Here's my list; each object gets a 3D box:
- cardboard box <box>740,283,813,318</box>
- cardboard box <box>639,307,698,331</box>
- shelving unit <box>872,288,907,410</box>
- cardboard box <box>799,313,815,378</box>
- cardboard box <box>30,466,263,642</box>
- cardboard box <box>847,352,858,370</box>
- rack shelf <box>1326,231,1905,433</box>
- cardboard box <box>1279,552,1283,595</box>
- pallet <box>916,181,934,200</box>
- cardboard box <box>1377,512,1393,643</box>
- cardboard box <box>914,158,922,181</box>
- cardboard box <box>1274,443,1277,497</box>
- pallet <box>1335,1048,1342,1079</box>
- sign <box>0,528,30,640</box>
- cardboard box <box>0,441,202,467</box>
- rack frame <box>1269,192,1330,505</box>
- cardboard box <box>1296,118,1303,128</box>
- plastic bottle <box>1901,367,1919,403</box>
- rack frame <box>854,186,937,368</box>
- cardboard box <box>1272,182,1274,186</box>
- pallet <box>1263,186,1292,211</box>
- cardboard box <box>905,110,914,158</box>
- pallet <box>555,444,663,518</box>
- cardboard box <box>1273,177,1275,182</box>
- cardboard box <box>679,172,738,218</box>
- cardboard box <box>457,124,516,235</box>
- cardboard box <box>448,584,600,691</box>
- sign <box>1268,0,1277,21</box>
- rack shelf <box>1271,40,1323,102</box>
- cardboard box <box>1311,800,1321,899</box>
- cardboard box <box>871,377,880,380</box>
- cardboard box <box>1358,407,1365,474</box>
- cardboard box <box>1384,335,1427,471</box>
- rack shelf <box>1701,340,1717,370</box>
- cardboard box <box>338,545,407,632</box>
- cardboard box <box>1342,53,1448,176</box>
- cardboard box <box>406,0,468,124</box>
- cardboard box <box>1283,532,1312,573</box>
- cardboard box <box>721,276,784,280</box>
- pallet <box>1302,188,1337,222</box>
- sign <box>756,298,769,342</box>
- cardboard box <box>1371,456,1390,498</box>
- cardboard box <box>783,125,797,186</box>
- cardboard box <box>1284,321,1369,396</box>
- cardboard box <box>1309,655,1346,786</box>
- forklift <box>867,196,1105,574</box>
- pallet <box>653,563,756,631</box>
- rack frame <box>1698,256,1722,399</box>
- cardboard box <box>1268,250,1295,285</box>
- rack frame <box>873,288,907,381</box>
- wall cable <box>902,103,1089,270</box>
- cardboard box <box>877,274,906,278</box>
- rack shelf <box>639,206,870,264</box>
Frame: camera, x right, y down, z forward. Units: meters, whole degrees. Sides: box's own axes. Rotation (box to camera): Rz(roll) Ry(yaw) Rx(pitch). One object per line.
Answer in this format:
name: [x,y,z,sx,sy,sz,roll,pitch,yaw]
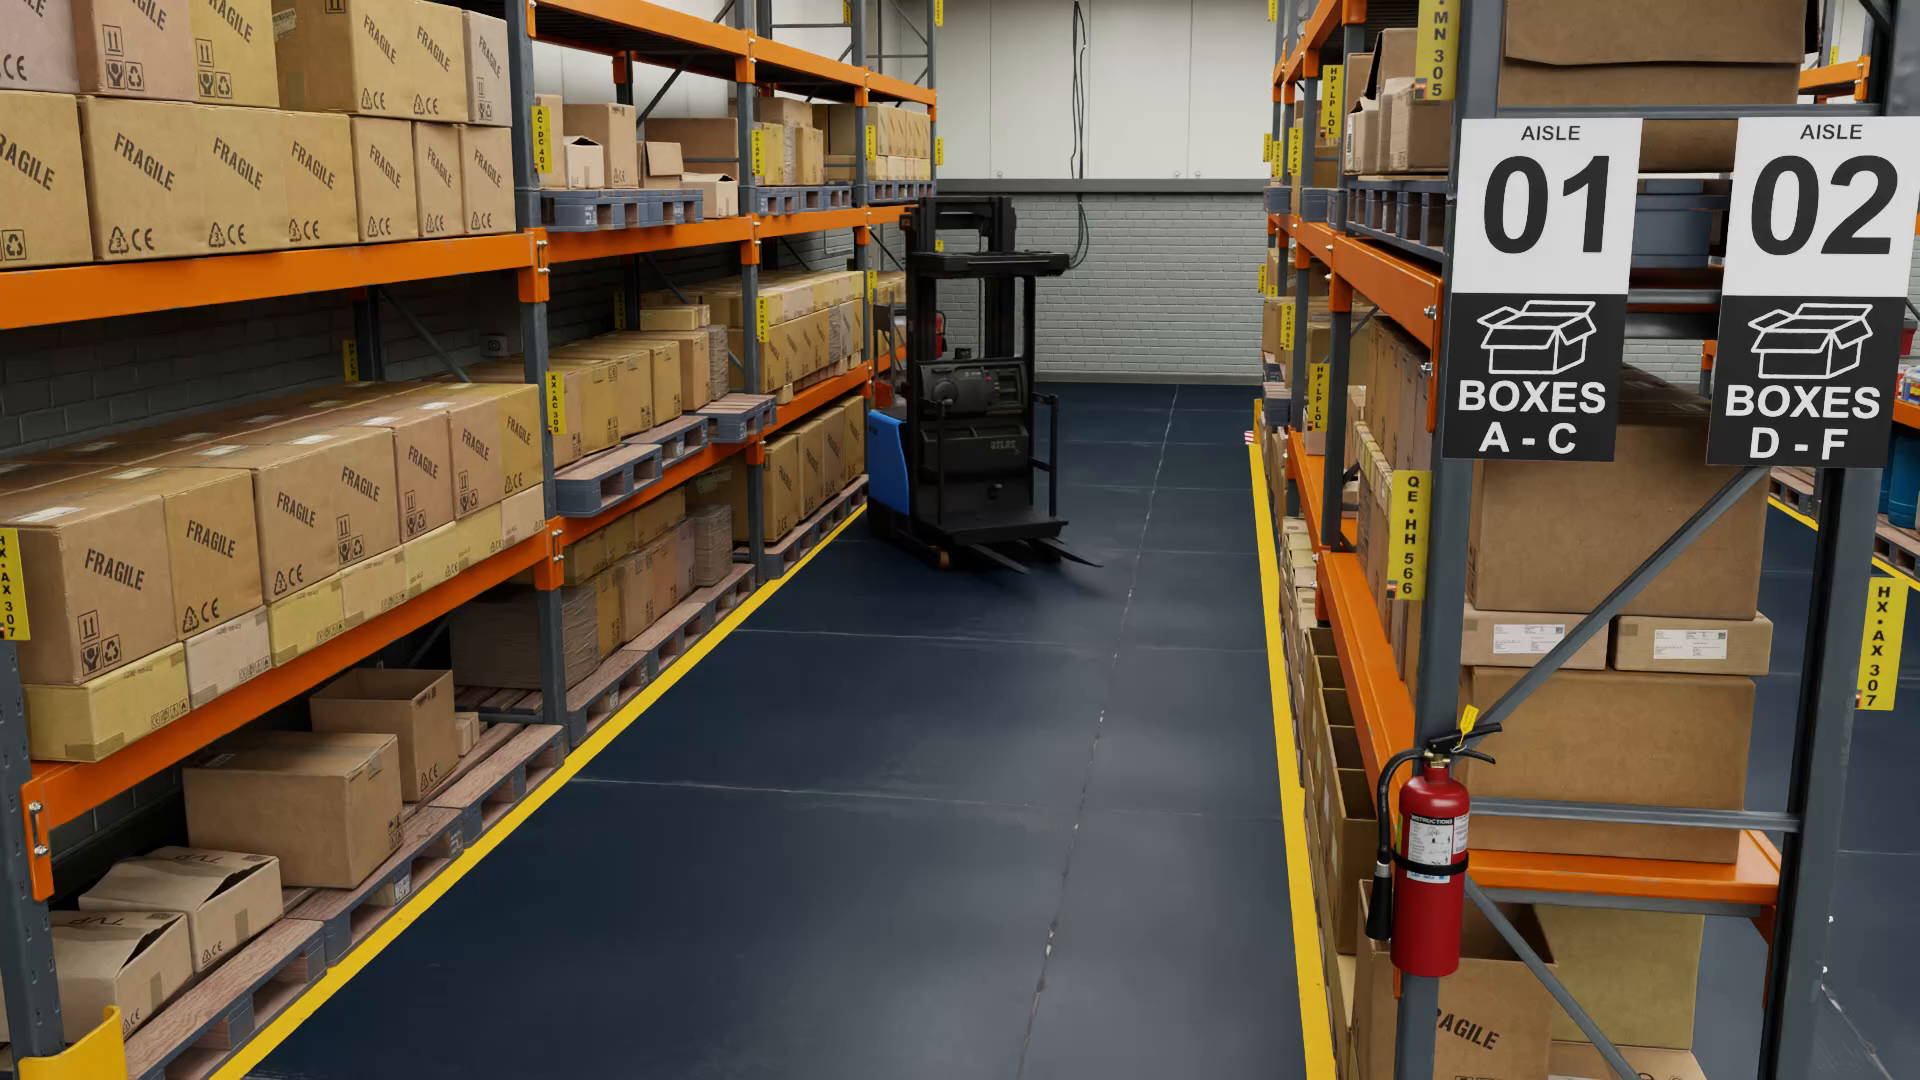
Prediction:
cardboard box: [-1.538,-2.006,13.912,0.500,0.250,0.500,2,12,9]
cardboard box: [-2.075,-1.574,11.856,0.380,0.149,0.250,0,12,-1]
shelving unit: [-0.511,-1.237,15.232,0.431,2.100,0.503,-5,13,-20]
cardboard box: [-1.522,-1.642,14.002,0.500,0.500,0.500,2,12,8]
cardboard box: [-2.791,0.037,5.731,0.500,0.500,0.500,2,12,9]
cardboard box: [-1.190,-1.720,15.904,0.380,0.149,0.250,2,12,10]
rack shelf: [1.955,-0.839,5.855,1.077,0.370,4.000,2,12,9]
cardboard box: [2.507,0.265,11.675,0.500,0.250,0.500,2,12,8]
pallet: [-0.891,-4.067,19.335,1.003,0.211,1.213,2,12,9]
cardboard box: [2.045,0.117,6.593,0.700,0.500,0.500,2,12,9]
cardboard box: [-0.716,-4.176,18.754,0.500,0.250,0.500,1,12,7]
cardboard box: [3.107,-0.595,15.024,0.500,0.500,0.500,2,12,9]
pallet: [1.724,1.894,5.202,1.003,0.211,1.213,2,12,9]
sign: [-2.711,0.126,4.732,0.100,0.325,0.005,2,12,9]
cardboard box: [-3.223,-0.088,6.311,0.500,0.500,0.500,2,12,7]
rack frame: [3.493,-1.806,15.755,1.000,3.000,0.127,2,12,9]
cardboard box: [3.343,-3.473,14.898,0.600,0.600,0.600,1,12,3]
plastic bottle: [7.761,-1.259,13.511,0.152,0.276,0.135,2,12,9]
rack frame: [-0.787,-2.799,20.359,1.000,3.000,0.127,2,12,9]
cardboard box: [3.613,-3.725,17.896,0.500,0.250,0.500,2,12,9]
pallet: [3.324,-3.047,14.839,1.213,0.211,1.003,2,12,9]
cardboard box: [-0.789,-4.438,18.190,0.500,0.500,0.500,1,12,6]
pallet: [-2.371,-0.361,9.505,1.003,0.211,1.213,2,12,9]
cardboard box: [3.537,-3.866,17.360,0.500,0.250,0.500,2,12,9]
cardboard box: [-1.861,-2.407,11.587,0.500,0.311,0.500,2,12,9]
cardboard box: [-2.466,-1.712,7.912,0.500,0.500,0.500,2,12,10]
cardboard box: [-2.536,0.552,9.699,0.700,0.500,0.500,2,12,11]
sign: [3.572,-6.084,18.961,0.100,0.325,0.005,2,12,9]
rack shelf: [3.801,-4.802,17.131,1.077,0.370,4.000,2,12,9]
cardboard box: [1.728,1.293,6.906,0.500,0.250,0.500,2,12,9]
cardboard box: [-1.128,-1.772,18.993,0.380,0.149,0.250,2,12,9]
cardboard box: [2.478,-0.459,9.265,0.500,0.500,0.500,3,12,13]
cardboard box: [2.047,-0.522,6.478,0.700,0.500,0.500,2,12,9]
rack shelf: [8.695,-1.710,17.014,1.077,0.370,4.000,2,12,9]
cardboard box: [-2.629,0.185,6.825,0.500,0.250,0.500,2,12,9]
cardboard box: [1.925,-1.834,7.195,0.500,0.500,0.500,3,13,13]
cardboard box: [-2.516,-2.086,7.276,0.500,0.500,0.500,3,12,12]
cardboard box: [2.435,0.100,11.107,0.500,0.311,0.500,2,12,7]
cardboard box: [-1.876,-2.236,14.976,0.500,0.250,0.500,1,12,7]
pallet: [2.862,-2.203,10.926,1.213,0.211,1.003,2,12,11]
sign: [-1.480,-1.645,12.446,0.100,0.325,0.005,2,12,9]
cardboard box: [1.874,-0.245,6.731,0.380,0.149,0.250,1,12,7]
cardboard box: [-1.808,-3.296,14.268,0.700,0.500,0.500,2,12,9]
cardboard box: [2.864,-1.362,12.461,0.700,0.500,0.500,-2,12,-10]
cardboard box: [1.813,0.822,7.309,0.500,0.500,0.500,2,12,9]
forklift: [0.204,-1.289,13.517,1.130,2.935,3.031,-5,13,-22]
pallet: [-2.139,0.392,12.171,1.003,0.211,1.213,2,12,9]
rack frame: [9.002,-2.478,18.870,1.000,3.000,0.127,2,12,9]
cardboard box: [3.707,-2.984,18.607,0.500,0.500,0.500,2,12,9]
rack frame: [-0.599,-1.283,15.455,0.400,2.100,0.015,-5,13,-20]
wall cable: [0.436,-5.379,25.464,3.097,2.526,0.112,2,12,9]
cardboard box: [-0.956,-2.687,19.129,0.980,0.700,0.700,2,12,8]
rack shelf: [-1.710,-2.664,14.324,1.077,0.370,4.000,2,12,9]
